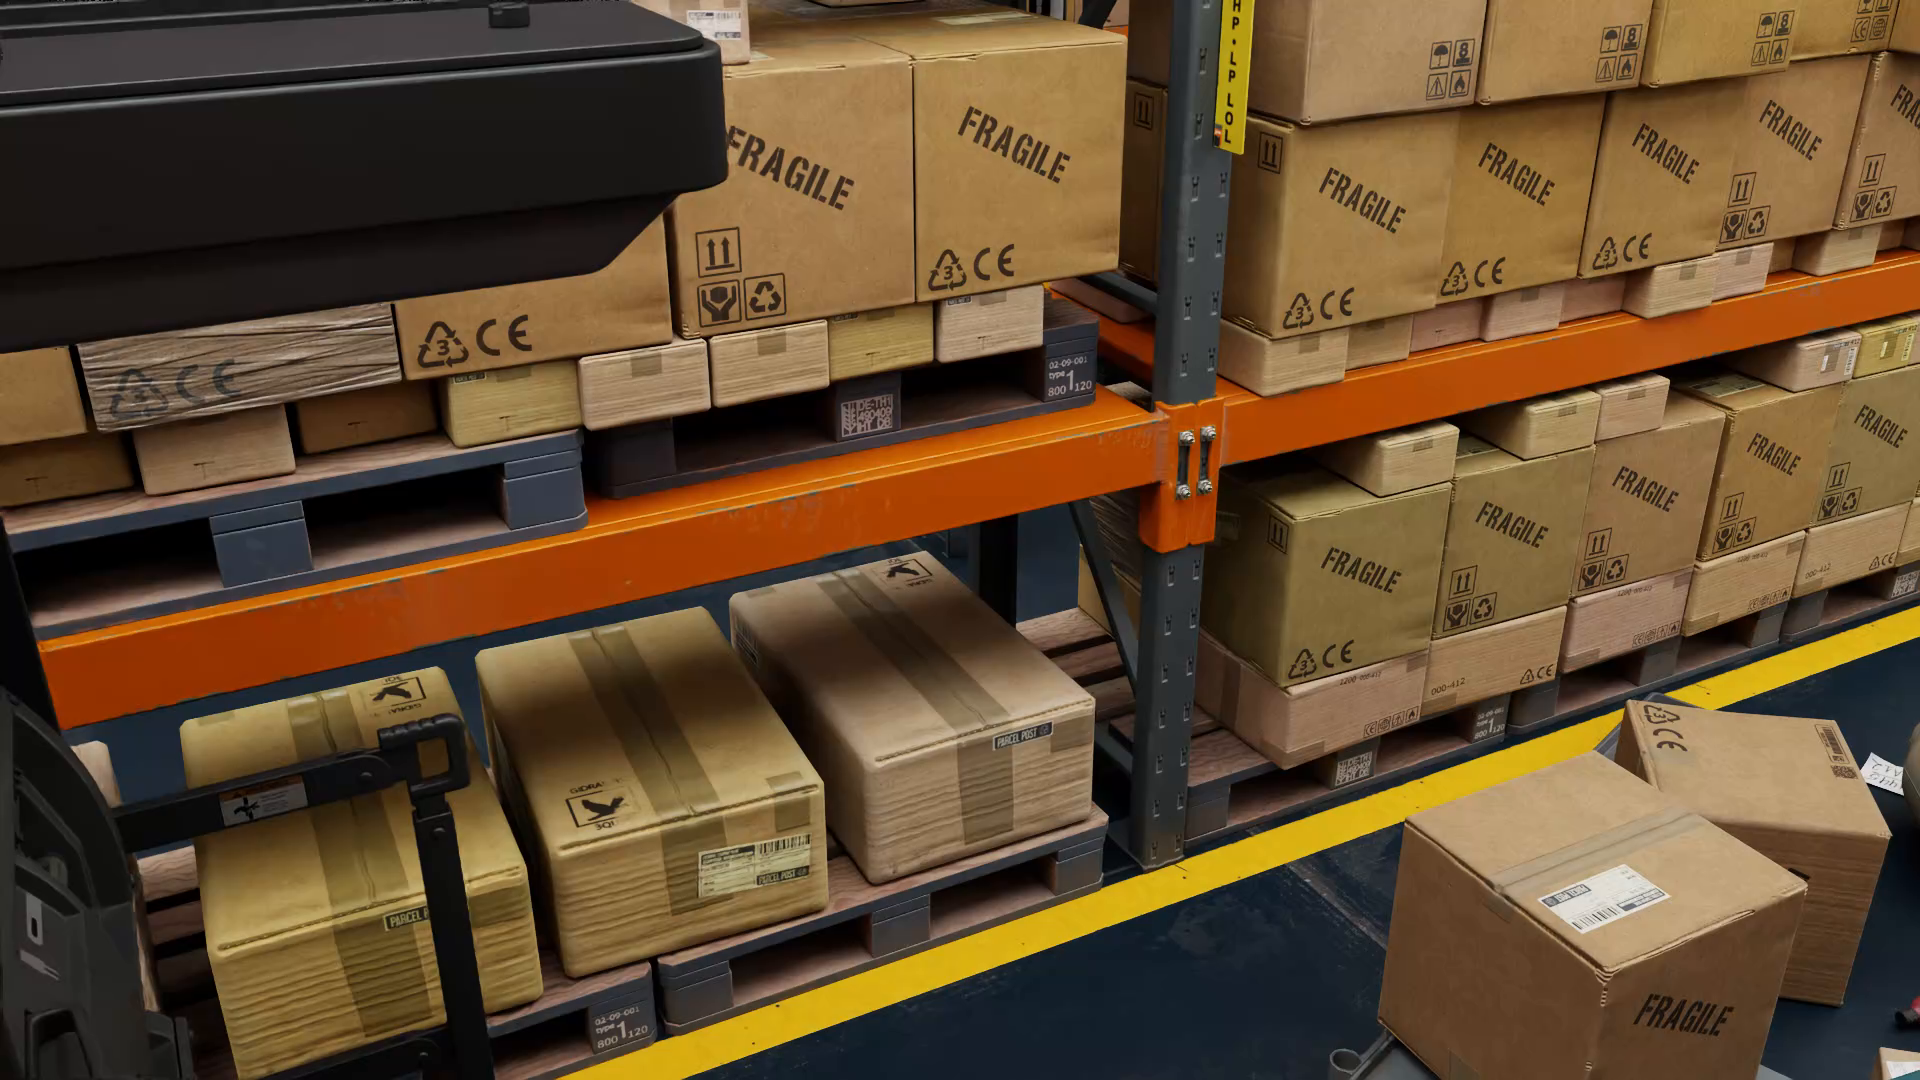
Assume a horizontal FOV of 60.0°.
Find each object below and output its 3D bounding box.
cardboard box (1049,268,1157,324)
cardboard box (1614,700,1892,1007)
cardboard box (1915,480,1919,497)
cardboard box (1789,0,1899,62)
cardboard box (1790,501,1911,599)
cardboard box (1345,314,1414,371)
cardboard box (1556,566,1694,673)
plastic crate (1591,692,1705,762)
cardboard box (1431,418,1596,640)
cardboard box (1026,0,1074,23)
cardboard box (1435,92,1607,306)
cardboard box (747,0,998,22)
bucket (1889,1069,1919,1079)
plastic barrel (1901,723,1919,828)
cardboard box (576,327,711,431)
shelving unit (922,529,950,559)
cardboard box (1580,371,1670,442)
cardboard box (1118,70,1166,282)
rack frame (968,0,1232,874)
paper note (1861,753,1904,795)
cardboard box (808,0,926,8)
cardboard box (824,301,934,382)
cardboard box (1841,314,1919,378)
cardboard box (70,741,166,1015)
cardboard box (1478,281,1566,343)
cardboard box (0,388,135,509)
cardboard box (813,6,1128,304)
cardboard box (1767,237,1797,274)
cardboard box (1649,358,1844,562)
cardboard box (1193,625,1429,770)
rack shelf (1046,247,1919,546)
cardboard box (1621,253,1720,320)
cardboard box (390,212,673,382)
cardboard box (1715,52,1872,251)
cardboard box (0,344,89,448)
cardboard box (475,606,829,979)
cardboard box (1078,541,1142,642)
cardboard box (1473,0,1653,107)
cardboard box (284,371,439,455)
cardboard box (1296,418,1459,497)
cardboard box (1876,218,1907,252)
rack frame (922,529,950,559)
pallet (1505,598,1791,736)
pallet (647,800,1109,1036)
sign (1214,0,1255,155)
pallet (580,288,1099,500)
[{"bbox_3d":[0.450,-0.739,4.613,0.250,0.149,0.380,-13,29,-26],"label":"cardboard box"},{"bbox_3d":[1.896,0.757,4.092,0.500,0.500,0.500,5,26,11],"label":"cardboard box"},{"bbox_3d":[3.255,-0.510,5.671,0.500,0.500,0.500,-13,28,-25],"label":"cardboard box"},{"bbox_3d":[2.134,-1.635,4.576,0.500,0.500,0.700,-13,29,-25],"label":"cardboard box"},{"bbox_3d":[2.792,-0.065,5.610,0.500,0.250,0.500,-13,29,-25],"label":"cardboard box"},{"bbox_3d":[0.937,-0.570,4.261,0.250,0.149,0.380,-12,28,-24],"label":"cardboard box"},{"bbox_3d":[1.890,0.141,5.182,0.500,0.250,0.500,-13,29,-26],"label":"cardboard box"},{"bbox_3d":[2.081,0.640,4.825,0.402,0.080,0.583,21,33,37],"label":"plastic crate"},{"bbox_3d":[1.424,-0.088,4.794,0.500,0.500,0.500,-12,28,-23],"label":"cardboard box"},{"bbox_3d":[0.276,-3.017,8.954,0.500,0.500,0.500,-14,29,-26],"label":"cardboard box"},{"bbox_3d":[1.261,-0.943,4.290,0.500,0.500,0.500,-13,29,-25],"label":"cardboard box"},{"bbox_3d":[-0.239,-1.052,4.032,0.500,0.500,0.500,-12,28,-24],"label":"cardboard box"},{"bbox_3d":[1.764,1.082,2.556,0.620,0.611,0.726,-13,27,-3],"label":"bucket"},{"bbox_3d":[2.729,0.676,4.354,0.421,0.421,0.512,5,26,11],"label":"plastic barrel"},{"bbox_3d":[-0.689,-0.369,3.359,0.250,0.149,0.380,-13,28,-25],"label":"cardboard box"},{"bbox_3d":[-0.007,-0.404,6.052,0.210,0.900,0.258,-13,29,-25],"label":"shelving unit"},{"bbox_3d":[1.785,-0.431,4.758,0.250,0.149,0.380,-11,28,-22],"label":"cardboard box"},{"bbox_3d":[0.585,-1.035,4.480,0.500,0.500,0.500,-14,29,-26],"label":"cardboard box"},{"bbox_3d":[0.310,-0.670,4.180,0.127,3.000,1.000,-13,29,-25],"label":"rack frame"},{"bbox_3d":[2.688,0.676,4.806,0.142,0.019,0.148,21,33,37],"label":"paper note"},{"bbox_3d":[-0.272,-1.370,3.944,0.250,0.149,0.380,-13,29,-25],"label":"cardboard box"},{"bbox_3d":[-0.255,-0.489,3.607,0.250,0.149,0.380,-14,29,-27],"label":"cardboard box"},{"bbox_3d":[2.740,-0.652,5.217,0.250,0.149,0.380,-12,28,-24],"label":"cardboard box"},{"bbox_3d":[-2.069,0.875,3.512,0.625,0.372,0.950,-14,29,-26],"label":"cardboard box"},{"bbox_3d":[1.392,-0.672,4.475,0.250,0.149,0.380,-12,28,-24],"label":"cardboard box"},{"bbox_3d":[-1.658,-0.209,3.024,0.250,0.149,0.380,-12,28,-23],"label":"cardboard box"},{"bbox_3d":[0.010,-0.857,3.624,0.500,0.500,0.500,-14,29,-26],"label":"cardboard box"},{"bbox_3d":[2.252,-0.910,4.969,0.250,0.149,0.380,-13,29,-25],"label":"cardboard box"},{"bbox_3d":[2.348,-0.302,5.239,0.500,0.500,0.500,-14,29,-26],"label":"cardboard box"},{"bbox_3d":[0.958,0.363,4.719,0.500,0.250,0.500,-14,29,-27],"label":"cardboard box"},{"bbox_3d":[2.075,-0.753,5.184,4.000,0.370,1.077,-13,29,-25],"label":"rack shelf"},{"bbox_3d":[1.872,-0.755,4.648,0.250,0.149,0.380,-13,28,-25],"label":"cardboard box"},{"bbox_3d":[-0.885,-0.652,3.199,0.500,0.500,0.500,-12,28,-23],"label":"cardboard box"},{"bbox_3d":[2.147,-1.151,4.723,0.500,0.500,0.500,-13,28,-24],"label":"cardboard box"},{"bbox_3d":[-1.792,-0.447,2.770,0.500,0.500,0.500,-12,28,-24],"label":"cardboard box"},{"bbox_3d":[-0.784,0.581,4.125,0.625,0.372,0.950,-11,28,-22],"label":"cardboard box"},{"bbox_3d":[0.705,0.157,5.149,0.500,0.250,0.500,-12,28,-23],"label":"cardboard box"},{"bbox_3d":[1.261,-1.402,4.091,0.500,0.500,0.700,-13,28,-25],"label":"cardboard box"},{"bbox_3d":[-1.202,-0.319,3.254,0.250,0.149,0.380,-14,29,-27],"label":"cardboard box"},{"bbox_3d":[1.096,-0.270,4.422,0.250,0.149,0.380,-13,28,-24],"label":"cardboard box"},{"bbox_3d":[2.697,-1.013,5.185,0.250,0.149,0.380,-13,28,-24],"label":"cardboard box"},{"bbox_3d":[-0.097,-0.383,6.009,0.006,0.900,0.240,-13,29,-25],"label":"rack frame"},{"bbox_3d":[1.964,0.187,5.617,1.213,0.211,1.003,-13,29,-25],"label":"pallet"},{"bbox_3d":[-0.376,0.746,4.452,1.213,0.211,1.003,-13,29,-25],"label":"pallet"},{"bbox_3d":[0.574,-0.981,3.489,0.005,0.325,0.100,-13,29,-25],"label":"sign"},{"bbox_3d":[-0.433,-0.483,4.013,1.213,0.211,1.003,-13,29,-25],"label":"pallet"}]
